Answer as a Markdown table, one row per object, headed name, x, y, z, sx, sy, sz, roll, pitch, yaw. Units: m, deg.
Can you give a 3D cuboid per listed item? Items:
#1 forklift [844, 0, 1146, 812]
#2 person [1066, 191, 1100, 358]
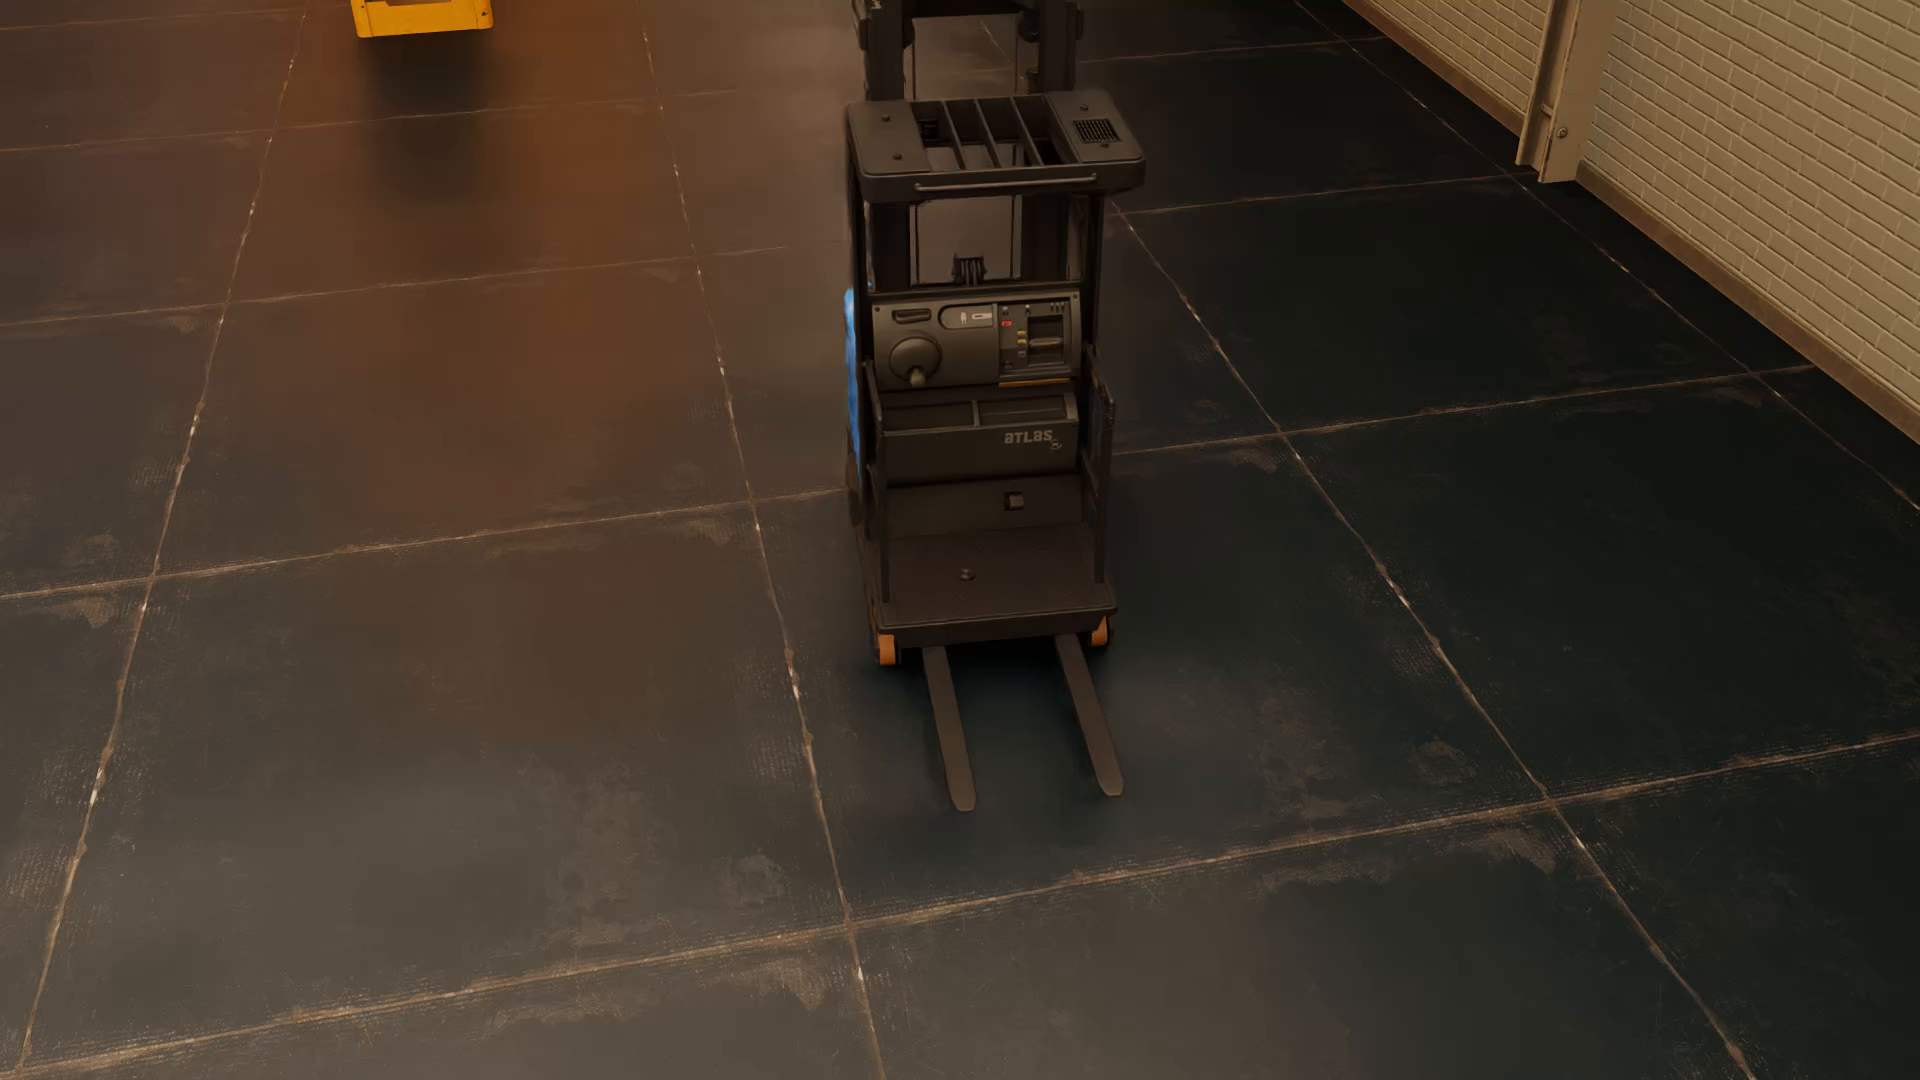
| name | x | y | z | sx | sy | sz | roll | pitch | yaw |
| --- | --- | --- | --- | --- | --- | --- | --- | --- | --- |
| forklift | 0.110 | -0.823 | 7.194 | 1.130 | 2.935 | 3.031 | -5 | 36 | -7 |
| person | 0.649 | -1.936 | 9.868 | 0.501 | 1.646 | 0.602 | 6 | 36 | 8 |
